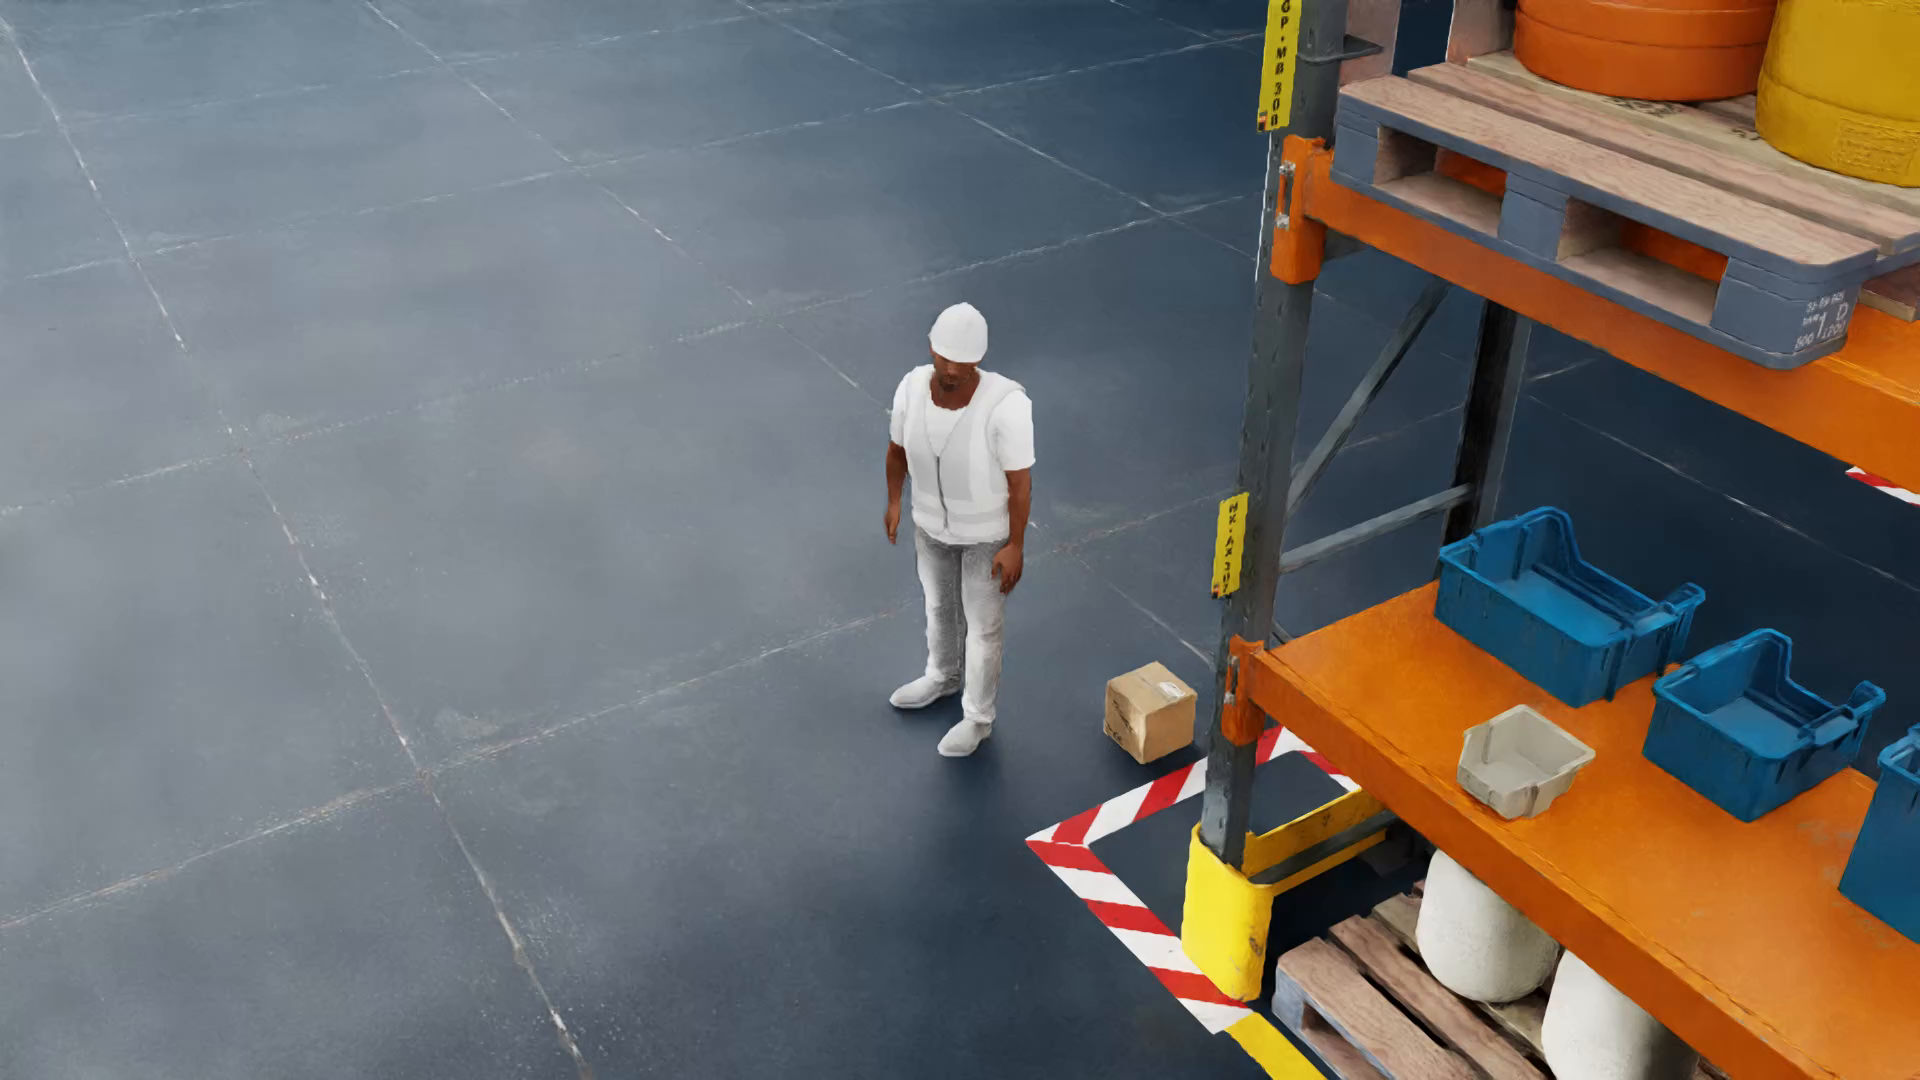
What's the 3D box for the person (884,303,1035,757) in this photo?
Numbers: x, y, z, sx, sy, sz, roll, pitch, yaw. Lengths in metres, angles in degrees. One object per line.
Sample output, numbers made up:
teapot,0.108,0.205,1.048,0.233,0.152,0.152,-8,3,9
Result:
person,-0.059,-0.029,6.116,0.649,1.768,0.521,17,36,25
